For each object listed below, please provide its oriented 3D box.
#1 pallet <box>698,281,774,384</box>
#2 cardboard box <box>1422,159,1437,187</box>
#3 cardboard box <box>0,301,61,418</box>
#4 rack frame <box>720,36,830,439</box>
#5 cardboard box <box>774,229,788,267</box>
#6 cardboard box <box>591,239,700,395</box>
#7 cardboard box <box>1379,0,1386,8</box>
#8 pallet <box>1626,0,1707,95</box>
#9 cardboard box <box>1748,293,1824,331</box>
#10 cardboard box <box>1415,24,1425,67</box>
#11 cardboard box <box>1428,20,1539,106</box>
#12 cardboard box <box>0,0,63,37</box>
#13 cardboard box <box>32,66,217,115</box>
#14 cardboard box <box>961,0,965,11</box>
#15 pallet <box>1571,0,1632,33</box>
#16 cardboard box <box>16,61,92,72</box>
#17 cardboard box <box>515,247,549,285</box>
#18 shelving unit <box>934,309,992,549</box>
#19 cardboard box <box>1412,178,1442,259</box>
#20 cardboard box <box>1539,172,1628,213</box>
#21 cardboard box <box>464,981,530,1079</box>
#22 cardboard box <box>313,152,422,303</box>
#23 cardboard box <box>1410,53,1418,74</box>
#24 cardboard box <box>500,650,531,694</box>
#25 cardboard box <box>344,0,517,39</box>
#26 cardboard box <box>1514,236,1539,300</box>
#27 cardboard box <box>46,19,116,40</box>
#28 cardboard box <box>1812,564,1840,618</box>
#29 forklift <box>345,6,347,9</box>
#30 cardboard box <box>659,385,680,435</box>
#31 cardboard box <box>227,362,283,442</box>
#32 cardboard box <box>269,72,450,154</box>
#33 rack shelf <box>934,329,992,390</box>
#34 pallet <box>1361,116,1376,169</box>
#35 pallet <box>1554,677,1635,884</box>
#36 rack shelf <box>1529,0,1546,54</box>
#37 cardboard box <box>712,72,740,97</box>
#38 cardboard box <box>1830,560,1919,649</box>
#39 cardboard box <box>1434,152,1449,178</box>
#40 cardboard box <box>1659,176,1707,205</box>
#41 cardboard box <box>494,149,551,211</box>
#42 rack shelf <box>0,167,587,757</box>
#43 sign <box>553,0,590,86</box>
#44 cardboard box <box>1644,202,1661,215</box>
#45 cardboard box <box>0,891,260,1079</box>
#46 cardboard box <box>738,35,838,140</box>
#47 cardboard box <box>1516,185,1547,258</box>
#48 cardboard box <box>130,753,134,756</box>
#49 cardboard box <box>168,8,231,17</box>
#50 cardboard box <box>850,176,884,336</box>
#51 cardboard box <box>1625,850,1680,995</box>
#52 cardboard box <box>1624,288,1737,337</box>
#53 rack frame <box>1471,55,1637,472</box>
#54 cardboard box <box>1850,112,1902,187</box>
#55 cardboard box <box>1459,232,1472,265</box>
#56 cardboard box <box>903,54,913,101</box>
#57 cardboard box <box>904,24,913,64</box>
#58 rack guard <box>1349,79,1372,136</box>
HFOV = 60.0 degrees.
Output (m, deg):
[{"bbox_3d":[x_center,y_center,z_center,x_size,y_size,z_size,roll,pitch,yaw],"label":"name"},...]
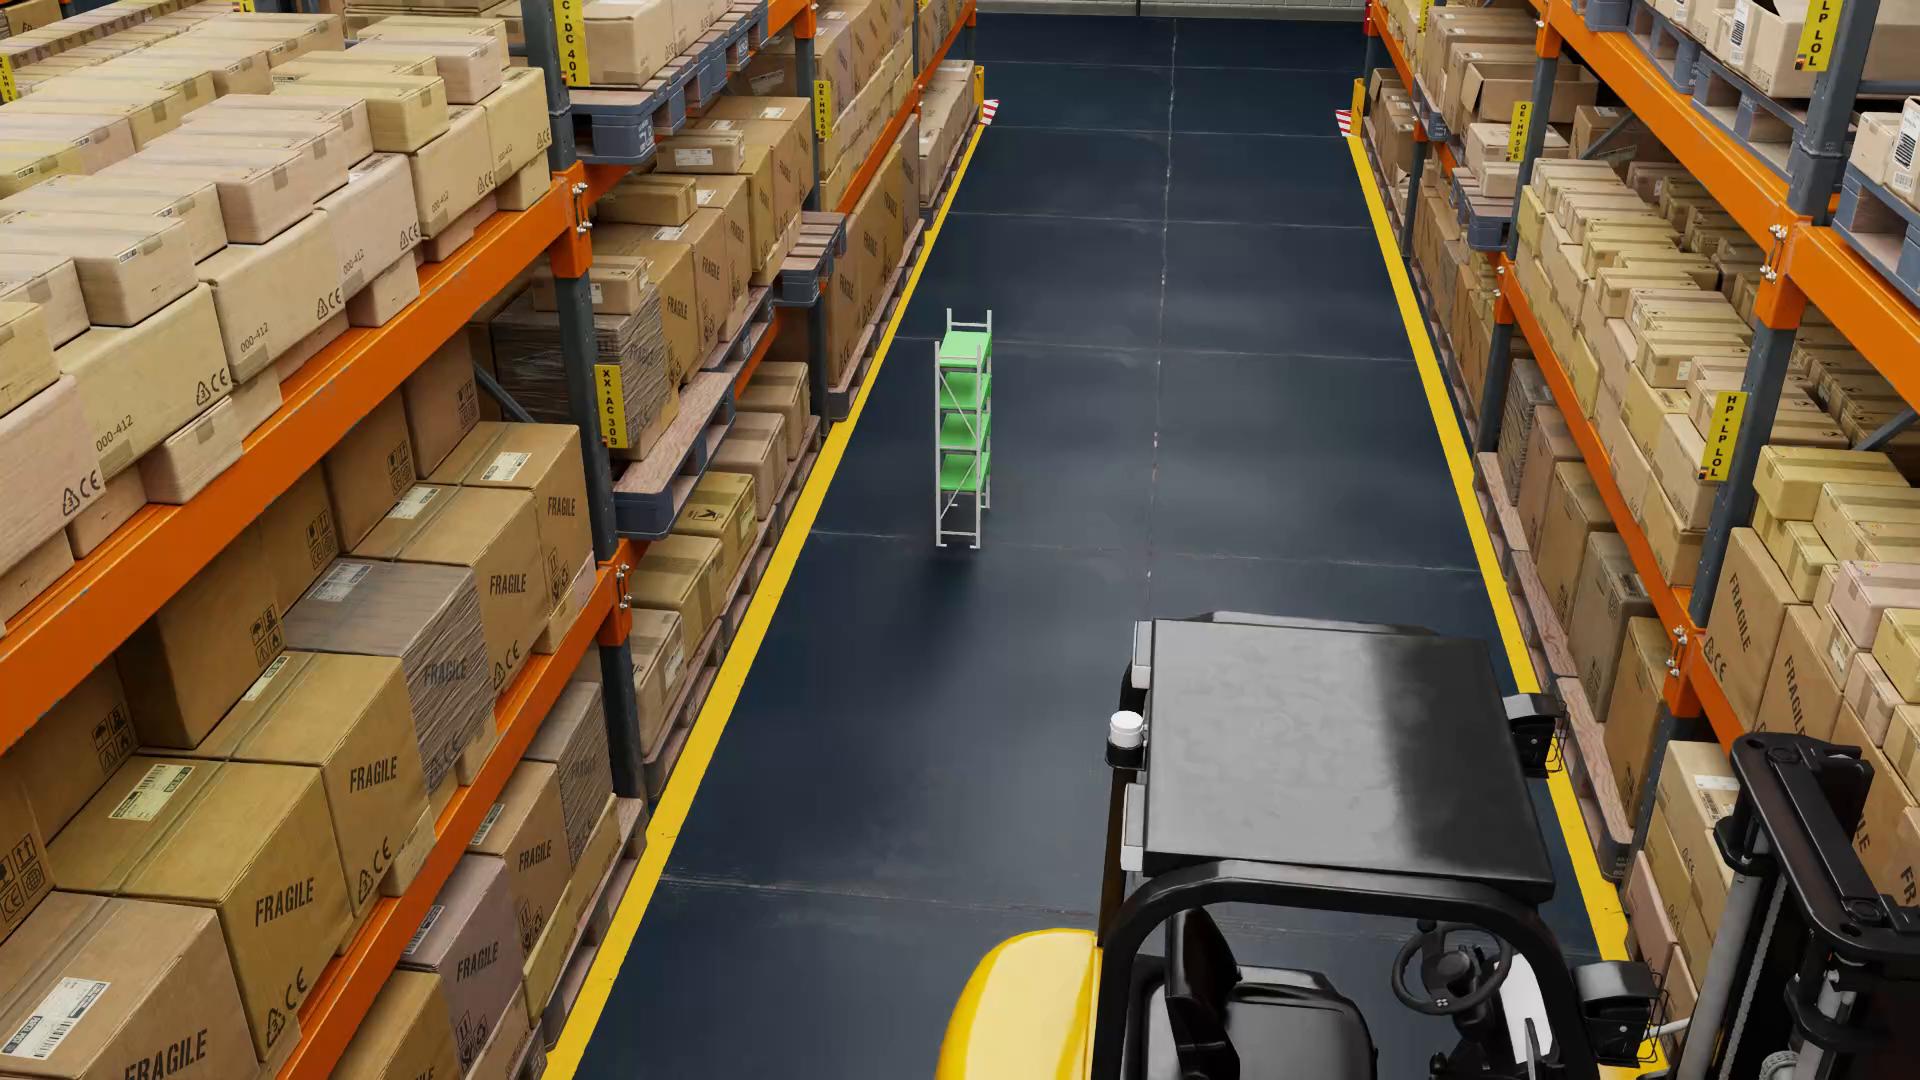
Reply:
[{"bbox_3d":[-1.529,-0.997,8.141,1.003,0.211,1.213,3,28,6],"label":"pallet"},{"bbox_3d":[3.781,-2.829,12.847,0.380,0.149,0.250,5,29,9],"label":"cardboard box"},{"bbox_3d":[-1.850,-0.314,2.932,0.380,0.149,0.250,3,28,6],"label":"cardboard box"},{"bbox_3d":[-1.327,-2.016,9.829,1.000,3.000,0.127,3,28,6],"label":"rack frame"},{"bbox_3d":[-1.120,-1.553,8.791,0.380,0.149,0.250,2,28,4],"label":"cardboard box"},{"bbox_3d":[-1.415,-0.933,6.957,0.500,0.500,0.500,3,29,6],"label":"cardboard box"},{"bbox_3d":[4.267,-5.245,16.089,0.380,0.149,0.250,3,28,6],"label":"cardboard box"},{"bbox_3d":[3.471,-2.115,7.050,1.003,0.211,1.213,5,29,9],"label":"pallet"},{"bbox_3d":[3.574,-0.926,7.017,0.380,0.149,0.250,3,28,6],"label":"cardboard box"},{"bbox_3d":[3.910,-3.931,13.228,0.500,0.250,0.500,4,29,7],"label":"cardboard box"},{"bbox_3d":[3.745,-3.382,11.818,0.700,0.500,0.500,4,29,7],"label":"cardboard box"},{"bbox_3d":[-10.182,-5.301,17.725,0.875,0.875,0.875,3,28,6],"label":"cardboard box"},{"bbox_3d":[-2.283,-1.195,4.567,0.380,0.149,0.250,3,28,6],"label":"cardboard box"},{"bbox_3d":[-0.220,-5.348,15.908,0.500,0.500,0.500,3,28,5],"label":"cardboard box"},{"bbox_3d":[3.605,-2.642,8.028,1.213,0.211,1.003,5,29,9],"label":"pallet"},{"bbox_3d":[-5.939,-3.040,10.926,0.380,0.149,0.250,3,28,6],"label":"cardboard box"},{"bbox_3d":[-1.929,-0.957,7.002,0.500,0.500,0.500,4,29,6],"label":"cardboard box"},{"bbox_3d":[0.020,-0.606,9.110,0.258,1.200,0.503,3,28,6],"label":"shelving unit"},{"bbox_3d":[3.807,-2.482,12.887,0.500,0.500,0.500,5,29,8],"label":"cardboard box"},{"bbox_3d":[3.236,-1.800,8.639,0.380,0.149,0.250,4,29,7],"label":"cardboard box"},{"bbox_3d":[-1.745,1.677,5.431,0.500,0.250,0.500,4,29,7],"label":"cardboard box"},{"bbox_3d":[-1.742,-0.818,4.288,0.500,0.250,0.500,3,28,5],"label":"cardboard box"},{"bbox_3d":[3.896,-3.914,13.617,0.380,0.149,0.250,4,29,8],"label":"cardboard box"},{"bbox_3d":[-1.688,0.383,5.642,0.380,0.149,0.250,3,29,6],"label":"cardboard box"},{"bbox_3d":[-1.890,-1.856,6.085,0.500,0.250,0.500,3,28,5],"label":"cardboard box"},{"bbox_3d":[3.302,-1.468,8.971,0.500,0.250,0.500,3,29,6],"label":"cardboard box"},{"bbox_3d":[-6.425,-3.708,12.164,0.380,0.149,0.250,4,29,8],"label":"cardboard box"},{"bbox_3d":[2.775,0.205,4.917,0.380,0.149,0.250,3,28,6],"label":"cardboard box"},{"bbox_3d":[-3.058,-2.435,10.679,1.130,2.935,3.031,4,29,8],"label":"forklift"},{"bbox_3d":[-1.397,-0.566,6.960,0.380,0.149,0.250,4,29,7],"label":"cardboard box"},{"bbox_3d":[-1.798,-0.332,3.806,0.380,0.149,0.250,3,28,5],"label":"cardboard box"},{"bbox_3d":[-1.618,-1.158,4.499,0.380,0.149,0.250,4,29,8],"label":"cardboard box"},{"bbox_3d":[0.020,-0.972,8.913,0.258,0.148,0.480,3,28,6],"label":"rack shelf"},{"bbox_3d":[4.473,-3.856,16.185,1.003,0.211,1.213,3,28,6],"label":"pallet"},{"bbox_3d":[3.161,1.032,7.111,1.003,0.211,1.213,3,28,6],"label":"pallet"},{"bbox_3d":[3.844,-3.674,10.504,1.077,0.370,4.000,3,28,6],"label":"rack shelf"},{"bbox_3d":[-1.524,-2.759,10.048,0.500,0.500,0.500,3,28,5],"label":"cardboard box"},{"bbox_3d":[2.677,0.190,4.631,0.380,0.149,0.250,4,29,7],"label":"cardboard box"},{"bbox_3d":[3.797,-2.834,12.544,0.380,0.149,0.250,2,28,4],"label":"cardboard box"},{"bbox_3d":[3.839,-1.764,8.573,0.380,0.149,0.250,4,29,8],"label":"cardboard box"},{"bbox_3d":[-1.553,-1.177,5.373,0.380,0.149,0.250,3,29,6],"label":"cardboard box"},{"bbox_3d":[-2.063,-0.195,4.046,1.077,0.370,4.000,3,28,6],"label":"rack shelf"},{"bbox_3d":[-1.278,-1.653,5.448,0.100,0.325,0.005,3,28,6],"label":"sign"},{"bbox_3d":[3.820,-1.656,8.792,0.500,0.250,0.500,4,29,7],"label":"cardboard box"},{"bbox_3d":[-1.914,1.124,3.582,0.500,0.500,0.500,4,29,8],"label":"cardboard box"},{"bbox_3d":[-1.024,-2.718,9.973,0.500,0.500,0.500,2,28,5],"label":"cardboard box"},{"bbox_3d":[3.278,-1.690,8.855,0.500,0.250,0.500,3,28,6],"label":"cardboard box"},{"bbox_3d":[-2.303,0.595,4.564,0.500,0.500,0.500,4,29,7],"label":"cardboard box"},{"bbox_3d":[-5.716,-3.903,12.527,0.380,0.149,0.250,3,28,6],"label":"cardboard box"},{"bbox_3d":[-1.047,-2.005,11.607,0.875,0.875,0.875,4,29,7],"label":"cardboard box"},{"bbox_3d":[2.721,1.388,5.968,0.500,0.250,0.500,4,29,7],"label":"cardboard box"},{"bbox_3d":[3.058,-0.953,7.067,0.380,0.149,0.250,4,29,7],"label":"cardboard box"},{"bbox_3d":[3.599,-1.729,9.297,1.000,3.000,0.127,3,28,6],"label":"rack frame"},{"bbox_3d":[2.753,-1.092,4.668,0.380,0.149,0.250,4,29,7],"label":"cardboard box"},{"bbox_3d":[3.599,-1.969,11.251,0.380,0.149,0.250,2,28,4],"label":"cardboard box"},{"bbox_3d":[-0.642,-3.607,12.941,0.500,0.250,0.500,3,28,5],"label":"cardboard box"},{"bbox_3d":[-0.650,-3.831,12.830,0.500,0.250,0.500,3,28,6],"label":"cardboard box"},{"bbox_3d":[4.570,-4.359,16.813,1.175,0.500,0.348,3,28,6],"label":"rack guard"}]
